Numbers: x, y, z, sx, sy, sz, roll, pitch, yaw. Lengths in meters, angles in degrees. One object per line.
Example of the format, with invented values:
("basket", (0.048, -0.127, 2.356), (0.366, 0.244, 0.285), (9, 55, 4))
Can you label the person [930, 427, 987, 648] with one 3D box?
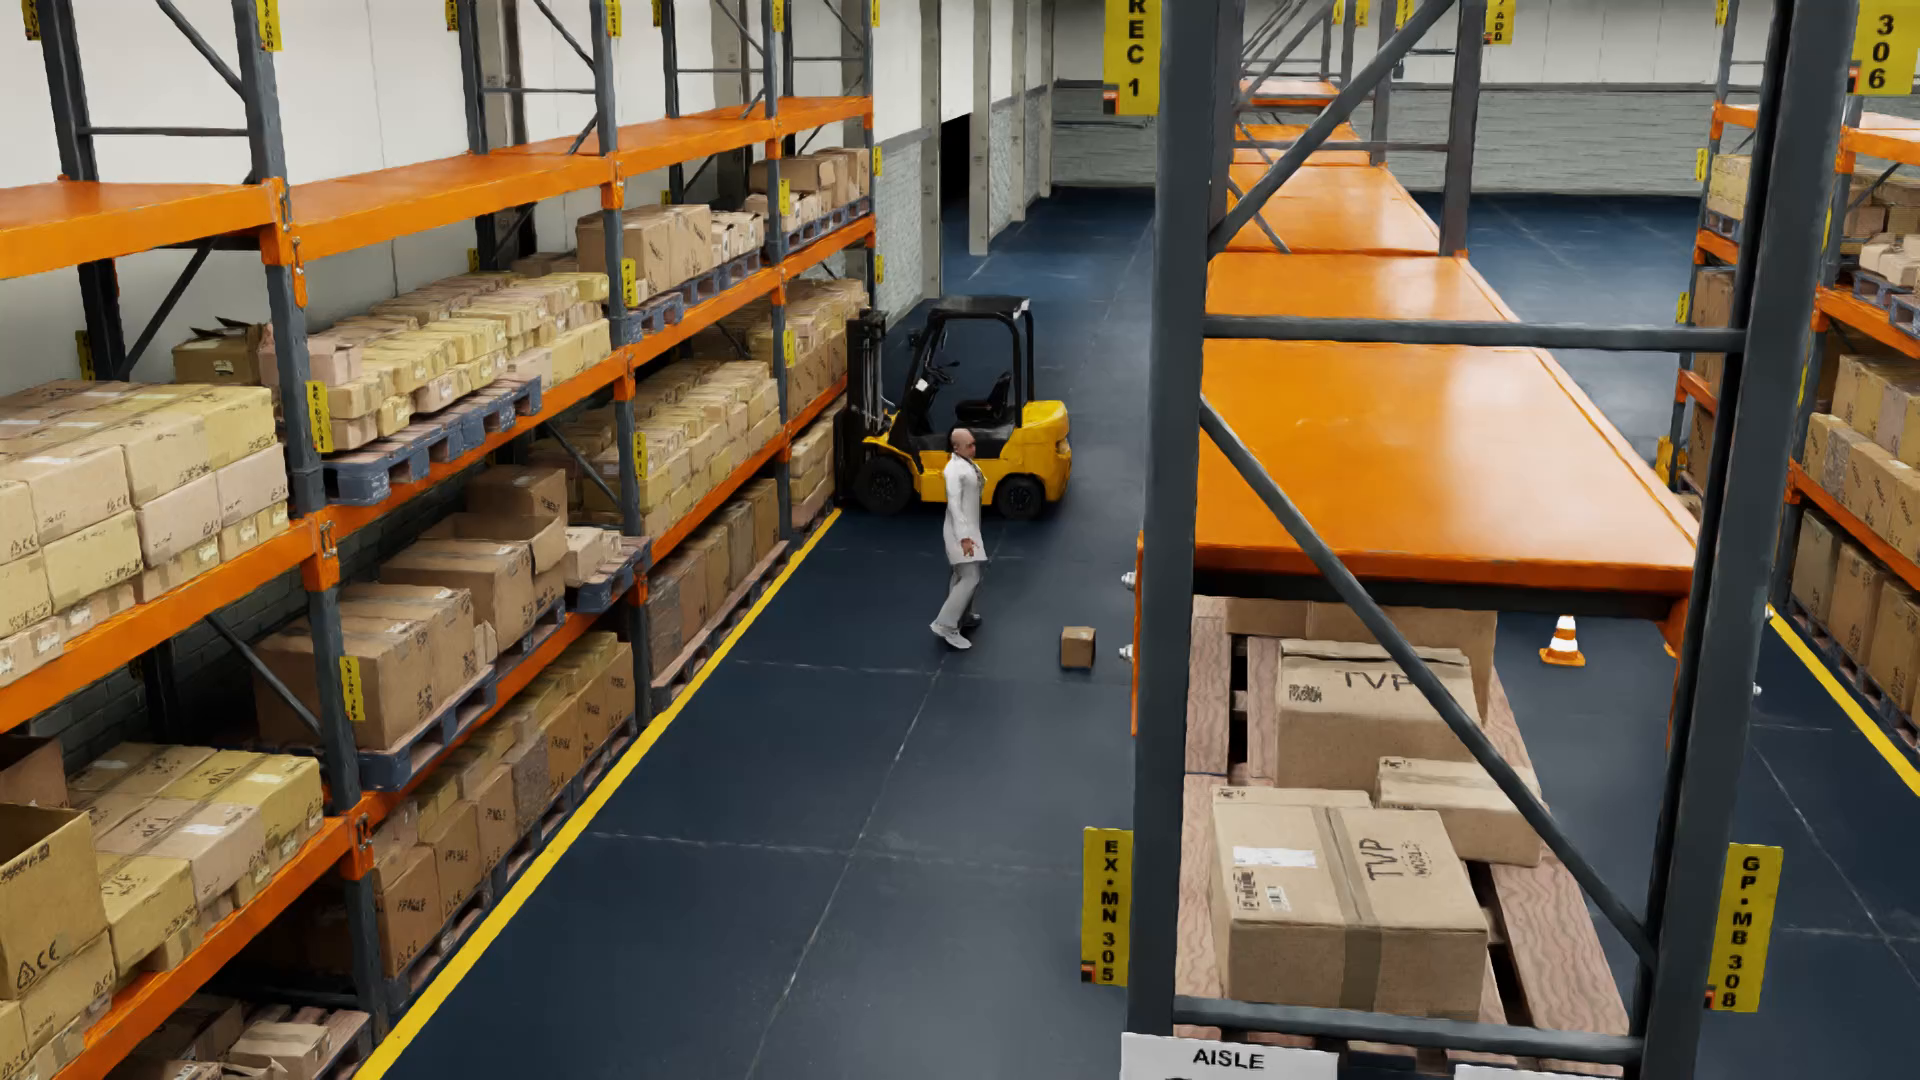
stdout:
("person", (0.019, -0.056, 13.711), (0.466, 1.803, 0.674), (2, 18, 7))
